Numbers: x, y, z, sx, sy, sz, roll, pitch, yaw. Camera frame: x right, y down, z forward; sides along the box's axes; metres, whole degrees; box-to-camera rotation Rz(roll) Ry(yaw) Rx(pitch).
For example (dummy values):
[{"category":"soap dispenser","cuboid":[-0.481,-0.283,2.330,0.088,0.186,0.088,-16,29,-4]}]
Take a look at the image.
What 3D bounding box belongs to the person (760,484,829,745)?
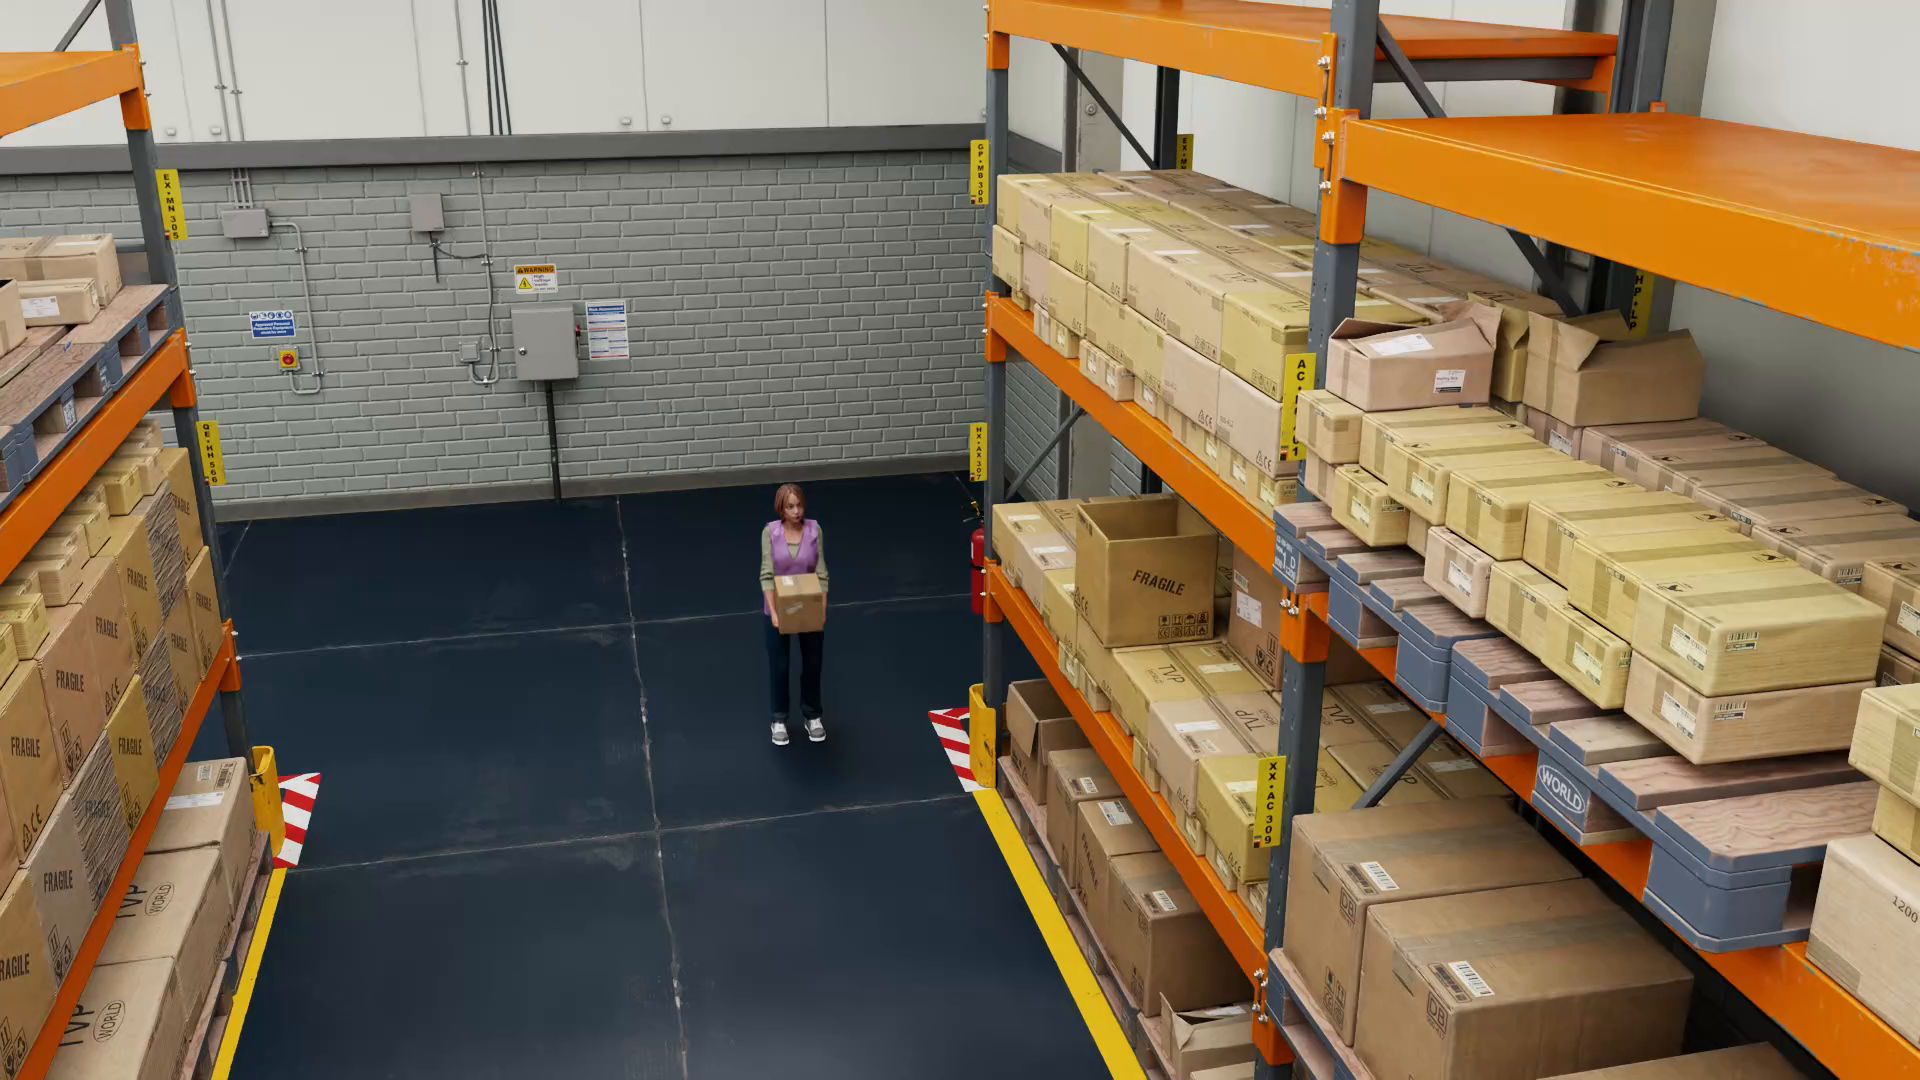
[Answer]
[{"category":"person","cuboid":[-0.968,0.465,9.811,0.404,1.596,0.490,-4,20,-12]}]
